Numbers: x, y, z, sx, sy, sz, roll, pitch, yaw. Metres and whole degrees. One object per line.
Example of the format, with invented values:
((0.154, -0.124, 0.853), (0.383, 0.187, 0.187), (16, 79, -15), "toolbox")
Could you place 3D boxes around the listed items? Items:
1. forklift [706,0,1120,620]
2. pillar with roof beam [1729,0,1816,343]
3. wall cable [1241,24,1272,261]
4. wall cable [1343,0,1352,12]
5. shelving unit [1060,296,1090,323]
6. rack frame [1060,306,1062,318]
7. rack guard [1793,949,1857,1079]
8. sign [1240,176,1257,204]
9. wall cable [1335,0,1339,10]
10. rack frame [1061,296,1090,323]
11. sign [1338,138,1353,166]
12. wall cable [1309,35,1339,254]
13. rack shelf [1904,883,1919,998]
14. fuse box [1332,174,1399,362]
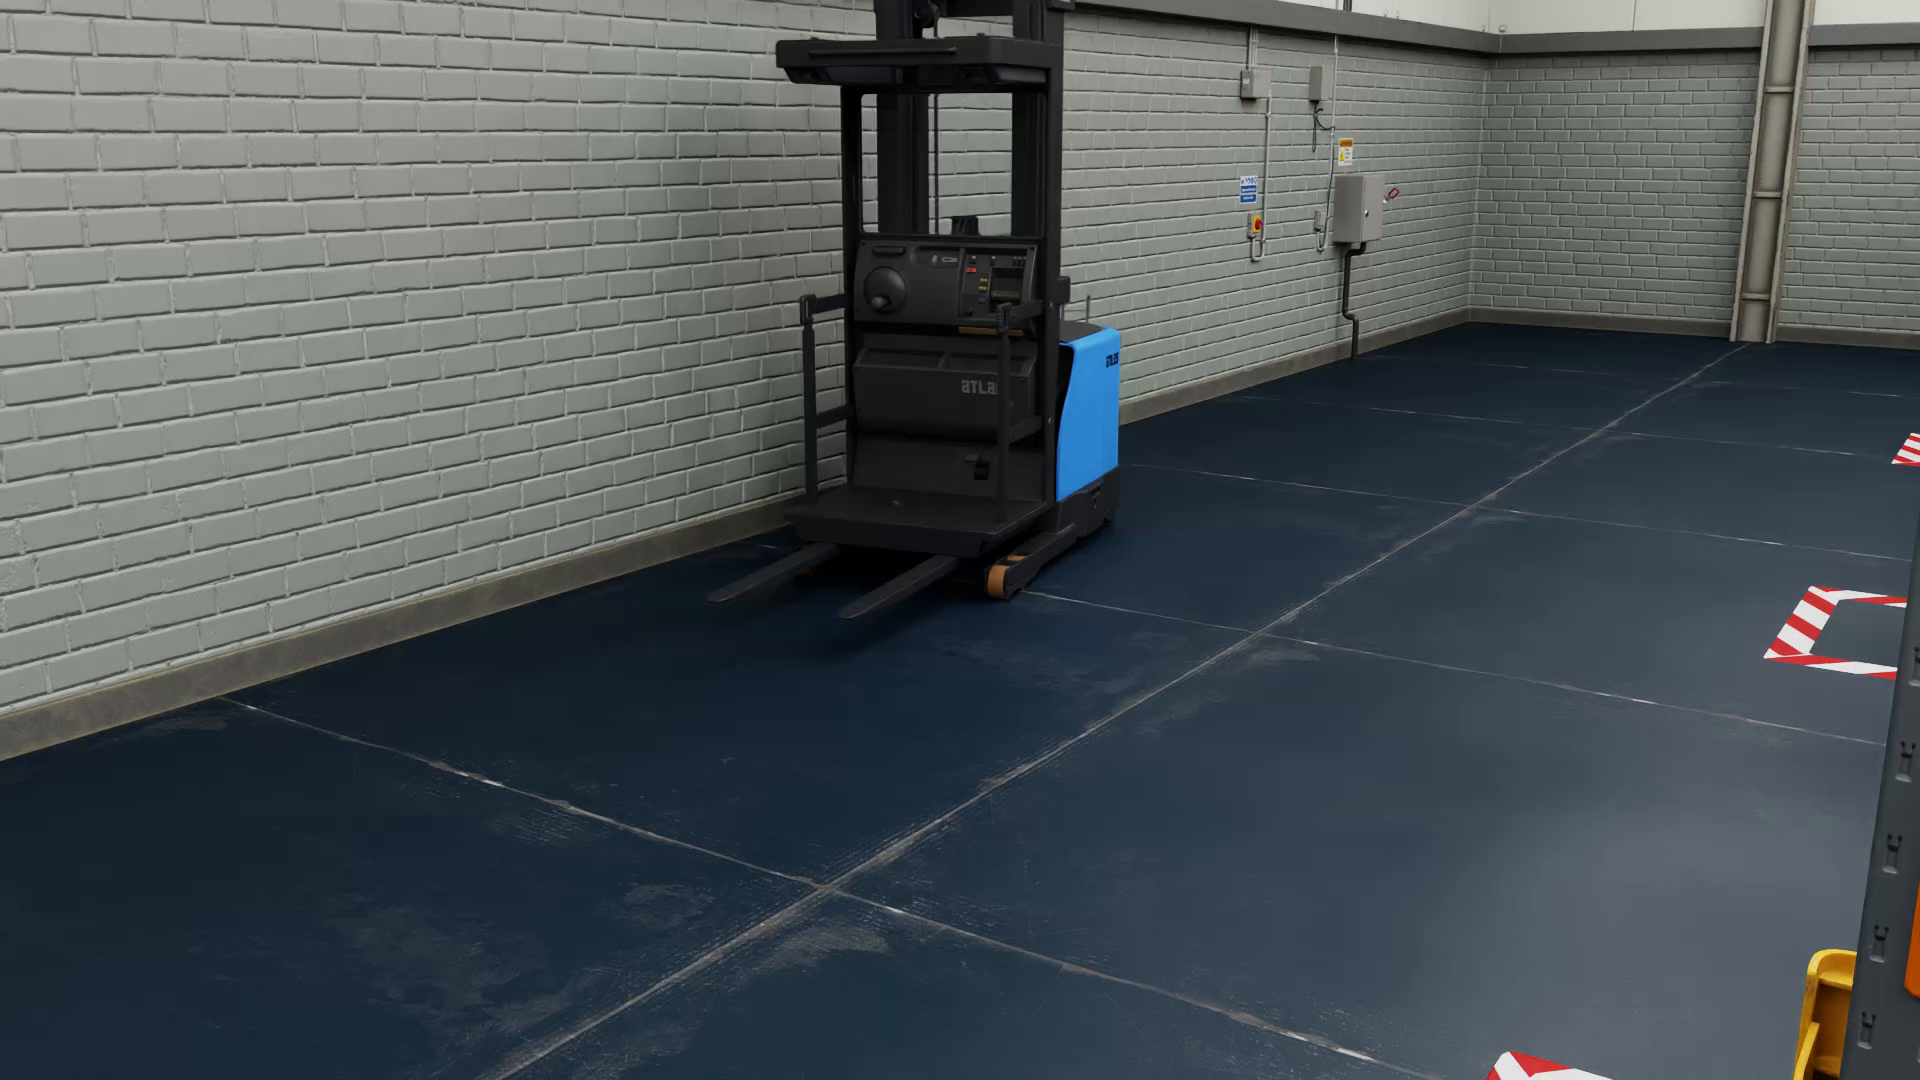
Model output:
((-0.156, -1.260, 7.813), (1.130, 2.935, 3.031), (6, 15, 22), "forklift")
((5.755, -5.563, 12.568), (0.400, 9.000, 9.100), (9, 17, 33), "pillar with roof beam")
((2.432, -3.238, 13.480), (0.123, 1.953, 0.585), (9, 17, 33), "wall cable")
((4.255, -6.315, 15.527), (0.133, 3.039, 2.988), (9, 17, 33), "wall cable")
((0.567, -0.799, 9.527), (0.189, 1.200, 0.258), (13, 16, 41), "shelving unit")
((0.499, -0.814, 9.588), (0.006, 1.200, 0.240), (13, 16, 41), "rack frame")
((1.574, 1.208, 2.901), (0.348, 0.500, 1.175), (9, 17, 33), "rack guard")
((2.355, -2.859, 13.568), (0.001, 0.218, 0.327), (9, 17, 33), "sign")
((2.669, -5.746, 13.308), (0.029, 3.000, 2.355), (9, 17, 33), "wall cable")
((0.634, -0.784, 9.467), (0.006, 1.200, 0.240), (13, 16, 41), "rack frame")
((3.523, -3.546, 15.187), (0.001, 0.242, 0.339), (9, 17, 33), "sign")
((3.214, -3.507, 14.633), (0.122, 1.984, 0.588), (9, 17, 33), "wall cable")
((3.253, 0.616, 1.591), (4.000, 0.370, 1.077), (9, 17, 33), "rack shelf")
((3.726, -2.503, 15.374), (0.414, 1.711, 0.539), (9, 17, 33), "fuse box")
